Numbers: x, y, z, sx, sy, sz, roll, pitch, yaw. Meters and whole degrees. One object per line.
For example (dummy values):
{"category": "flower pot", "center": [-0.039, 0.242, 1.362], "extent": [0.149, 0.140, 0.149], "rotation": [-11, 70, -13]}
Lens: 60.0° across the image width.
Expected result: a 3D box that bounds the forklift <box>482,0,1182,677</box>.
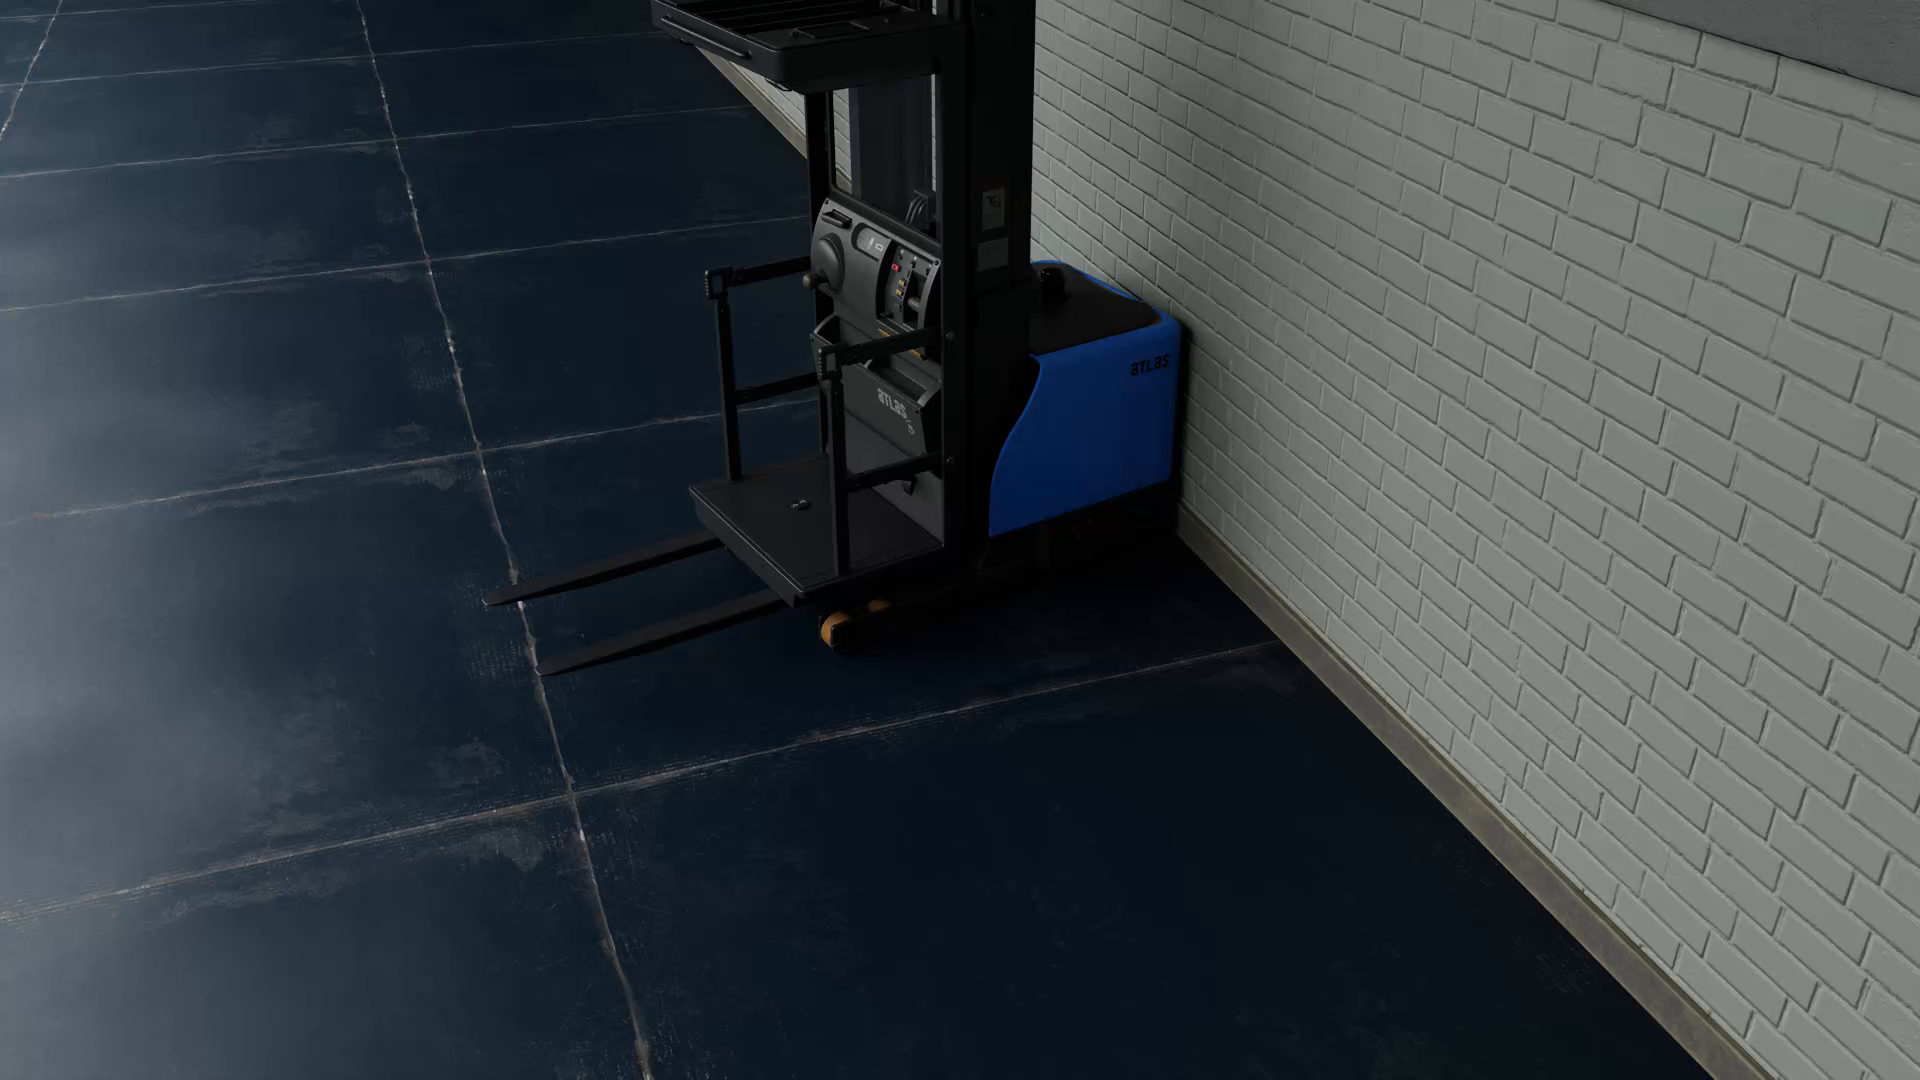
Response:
{"category": "forklift", "center": [-0.527, -1.105, 6.728], "extent": [3.031, 2.935, 1.130], "rotation": [-18, 34, -28]}
